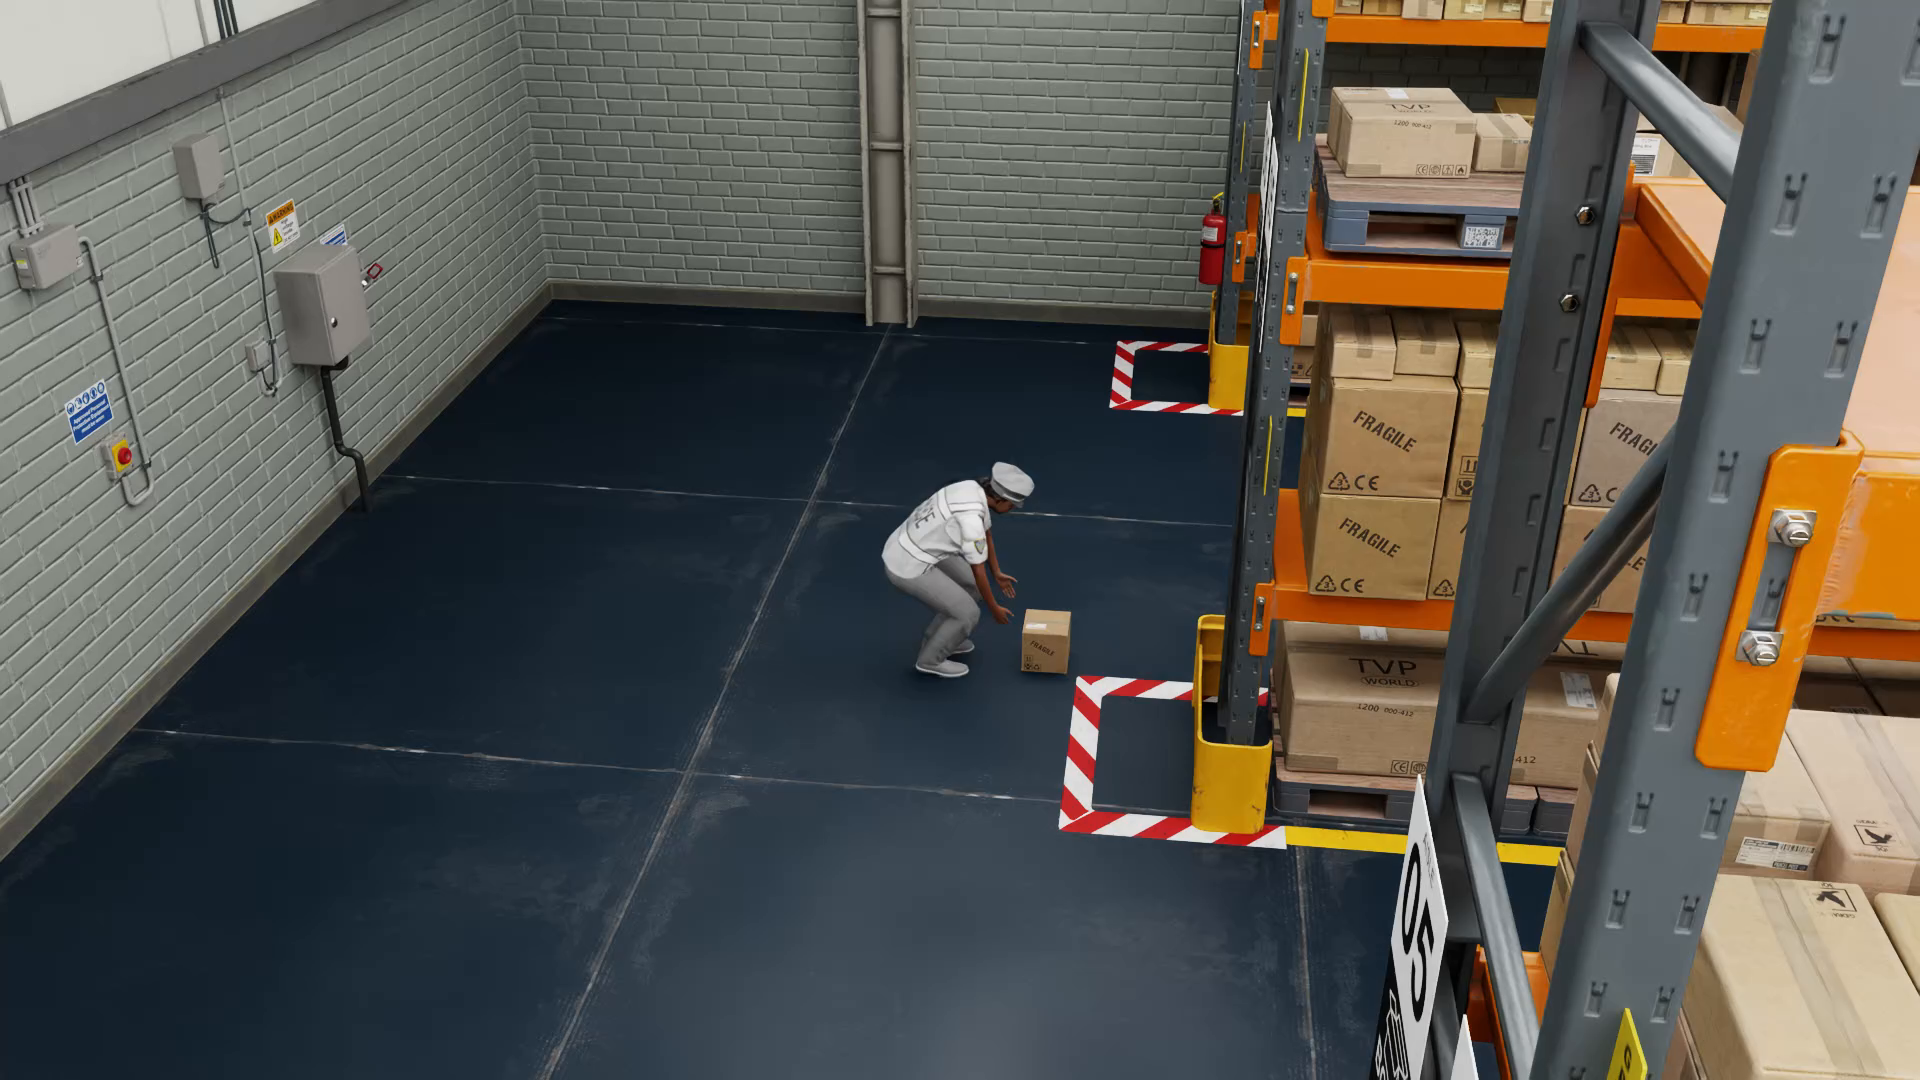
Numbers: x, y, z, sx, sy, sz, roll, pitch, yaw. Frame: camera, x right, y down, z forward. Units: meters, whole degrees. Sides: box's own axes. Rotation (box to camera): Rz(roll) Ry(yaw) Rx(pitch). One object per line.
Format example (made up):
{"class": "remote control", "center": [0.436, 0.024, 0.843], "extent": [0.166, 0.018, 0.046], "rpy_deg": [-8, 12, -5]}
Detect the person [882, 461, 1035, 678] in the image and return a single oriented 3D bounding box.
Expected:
{"class": "person", "center": [-0.009, 0.136, 8.979], "extent": [0.803, 1.189, 0.500], "rpy_deg": [3, 29, 6]}
